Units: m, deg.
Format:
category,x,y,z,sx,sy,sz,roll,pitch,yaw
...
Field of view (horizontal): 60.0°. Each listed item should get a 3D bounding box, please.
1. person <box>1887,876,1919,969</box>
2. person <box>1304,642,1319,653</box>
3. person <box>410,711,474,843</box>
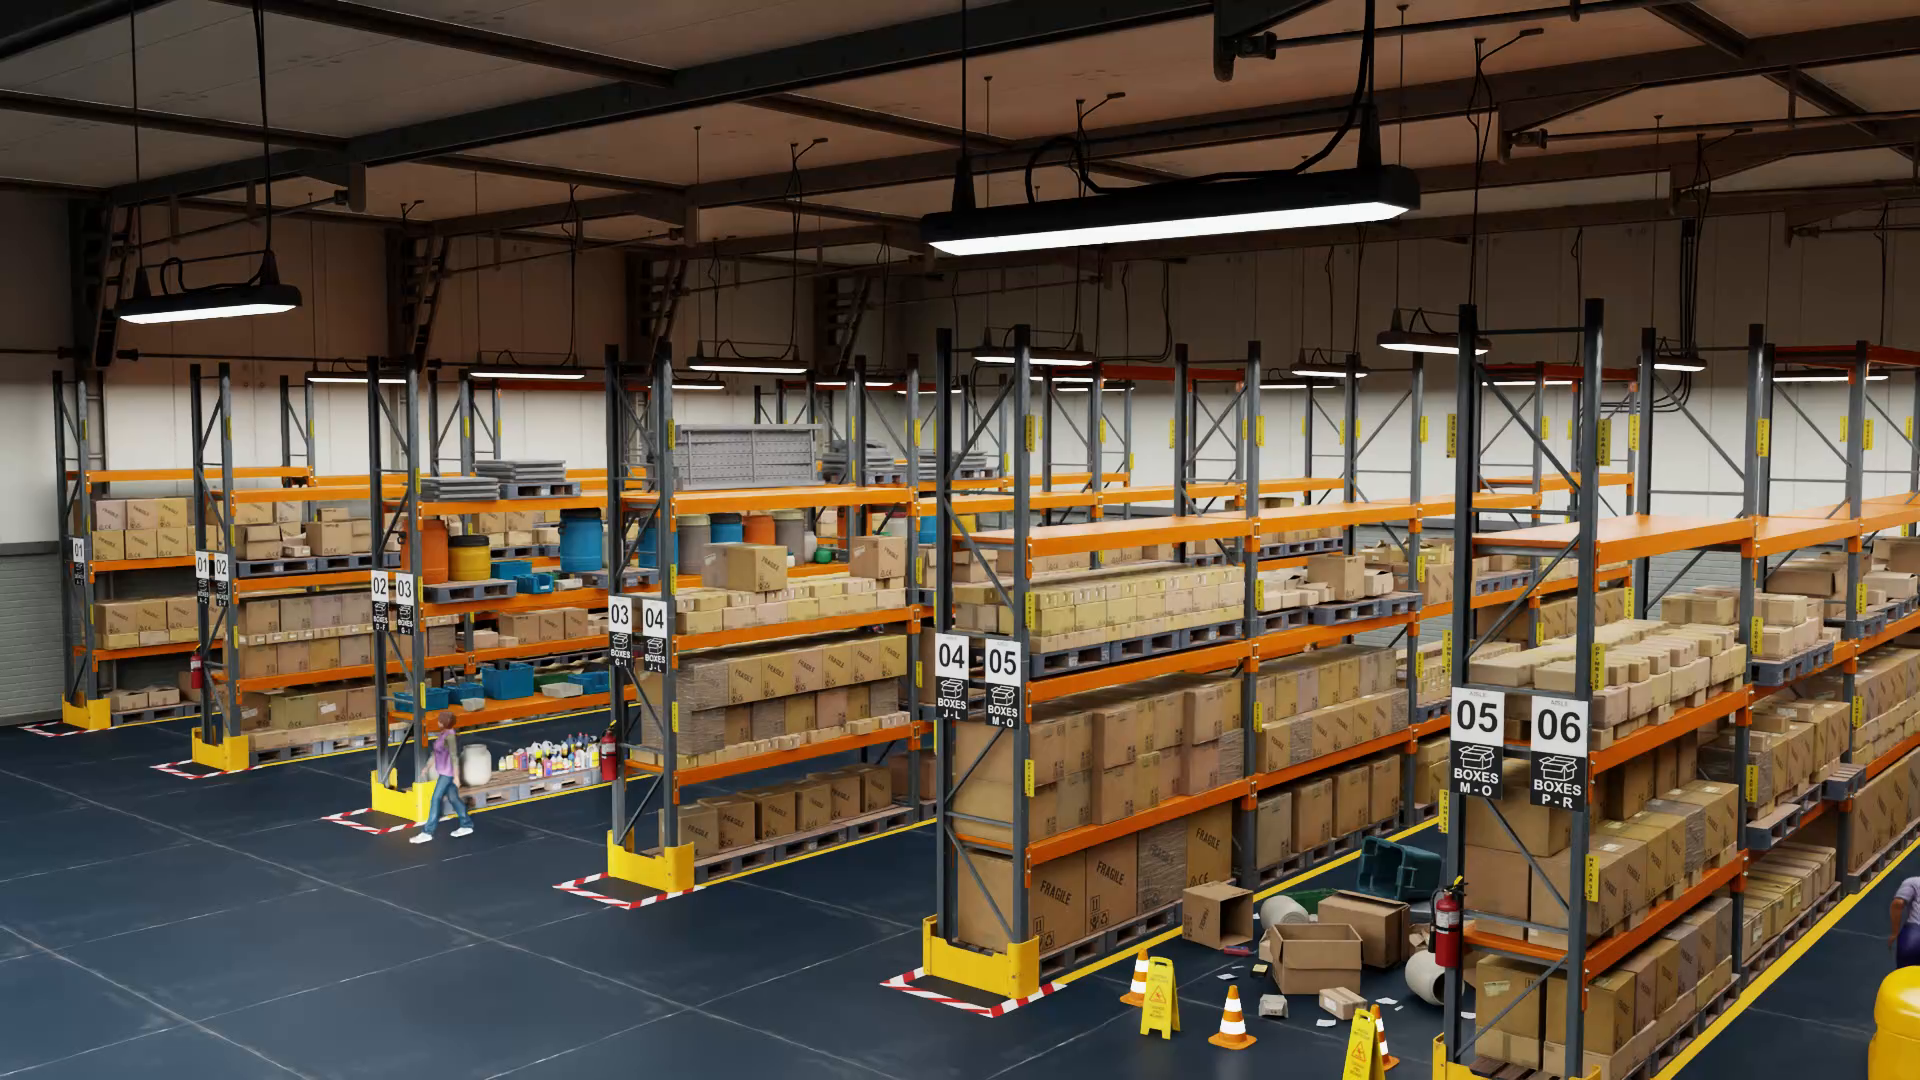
category,x,y,z,sx,sy,sz,roll,pitch,yaw
person,8.114,3.397,13.948,0.547,1.540,0.710,4,5,41
person,5.894,2.404,27.335,0.687,1.584,0.615,-4,5,-41
person,-6.375,2.891,20.417,0.773,1.577,0.521,-1,4,-20
